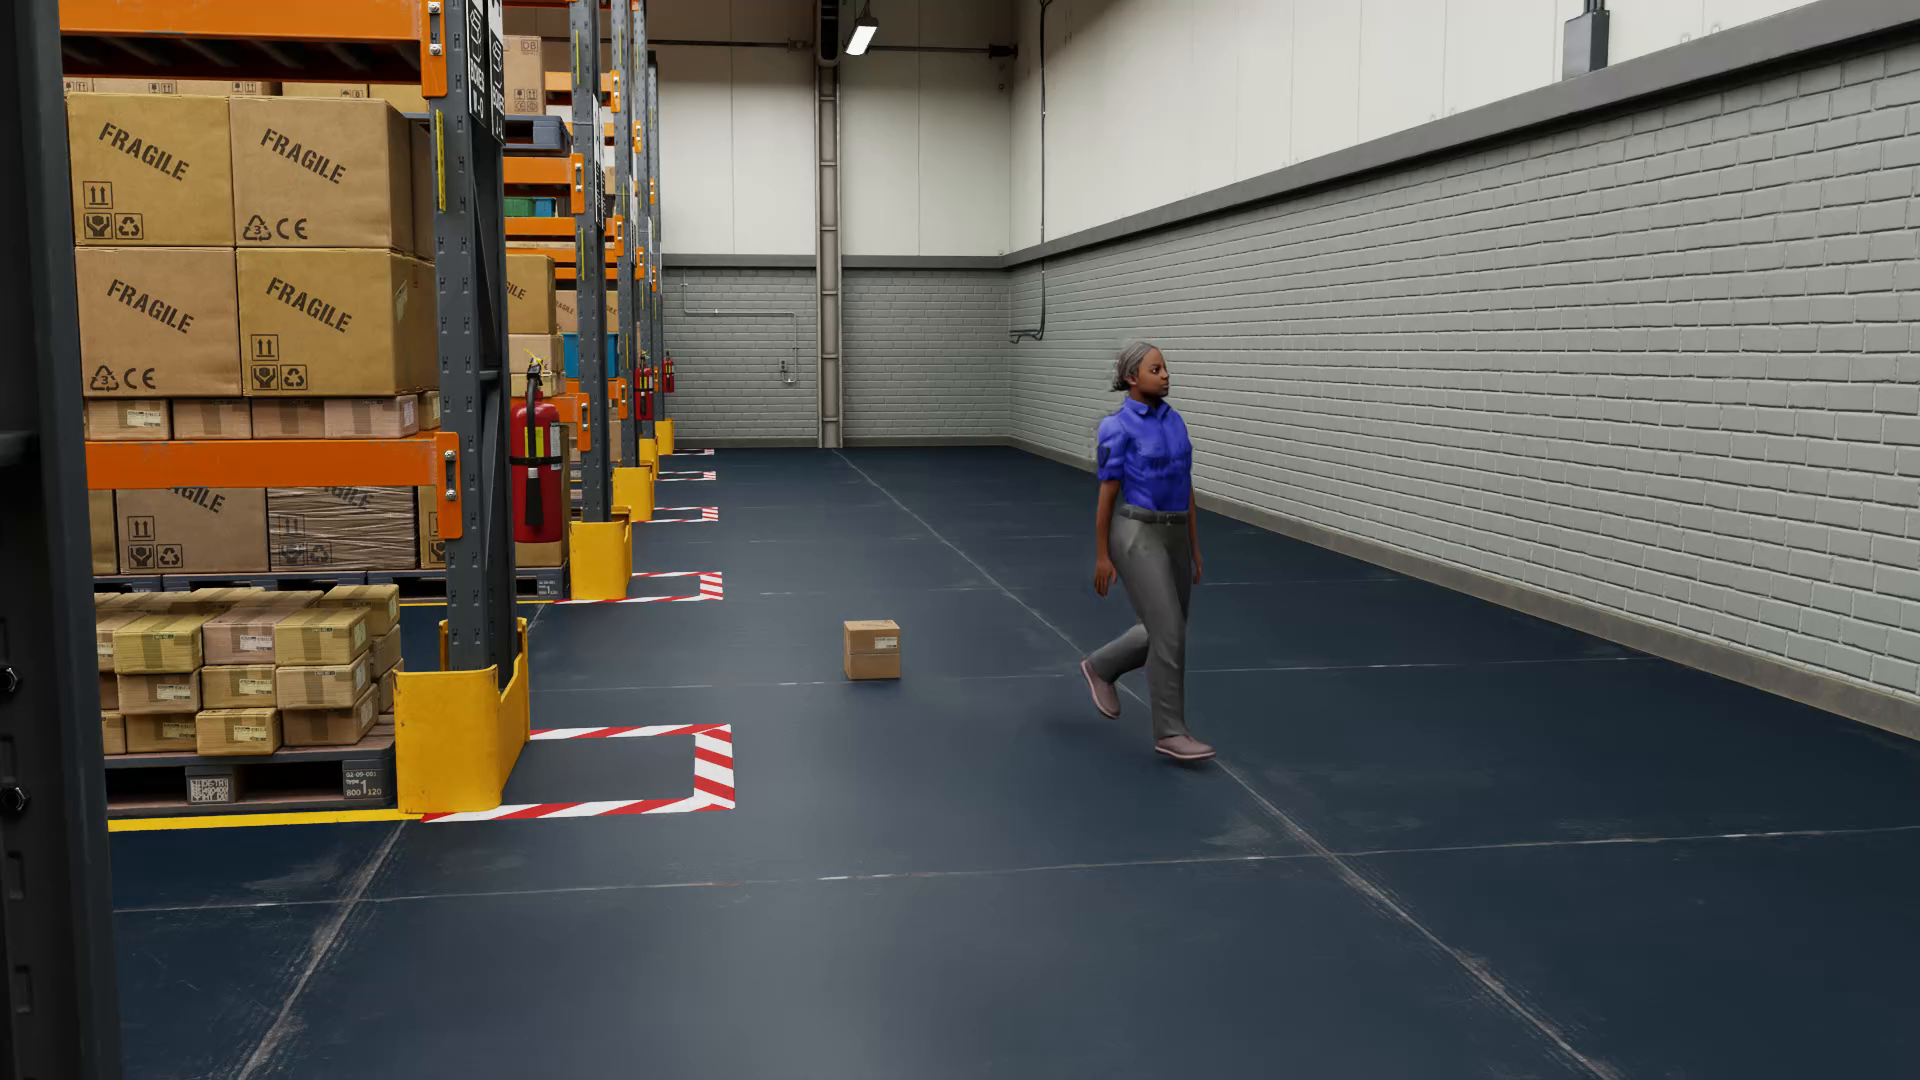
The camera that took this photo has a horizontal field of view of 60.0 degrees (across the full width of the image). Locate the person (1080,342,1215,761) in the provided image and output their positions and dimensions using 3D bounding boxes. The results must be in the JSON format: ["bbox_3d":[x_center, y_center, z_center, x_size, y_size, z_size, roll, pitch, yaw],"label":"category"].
[{"bbox_3d":[0.743,0.017,6.658,0.462,1.610,0.860,-6,9,-42],"label":"person"}]
